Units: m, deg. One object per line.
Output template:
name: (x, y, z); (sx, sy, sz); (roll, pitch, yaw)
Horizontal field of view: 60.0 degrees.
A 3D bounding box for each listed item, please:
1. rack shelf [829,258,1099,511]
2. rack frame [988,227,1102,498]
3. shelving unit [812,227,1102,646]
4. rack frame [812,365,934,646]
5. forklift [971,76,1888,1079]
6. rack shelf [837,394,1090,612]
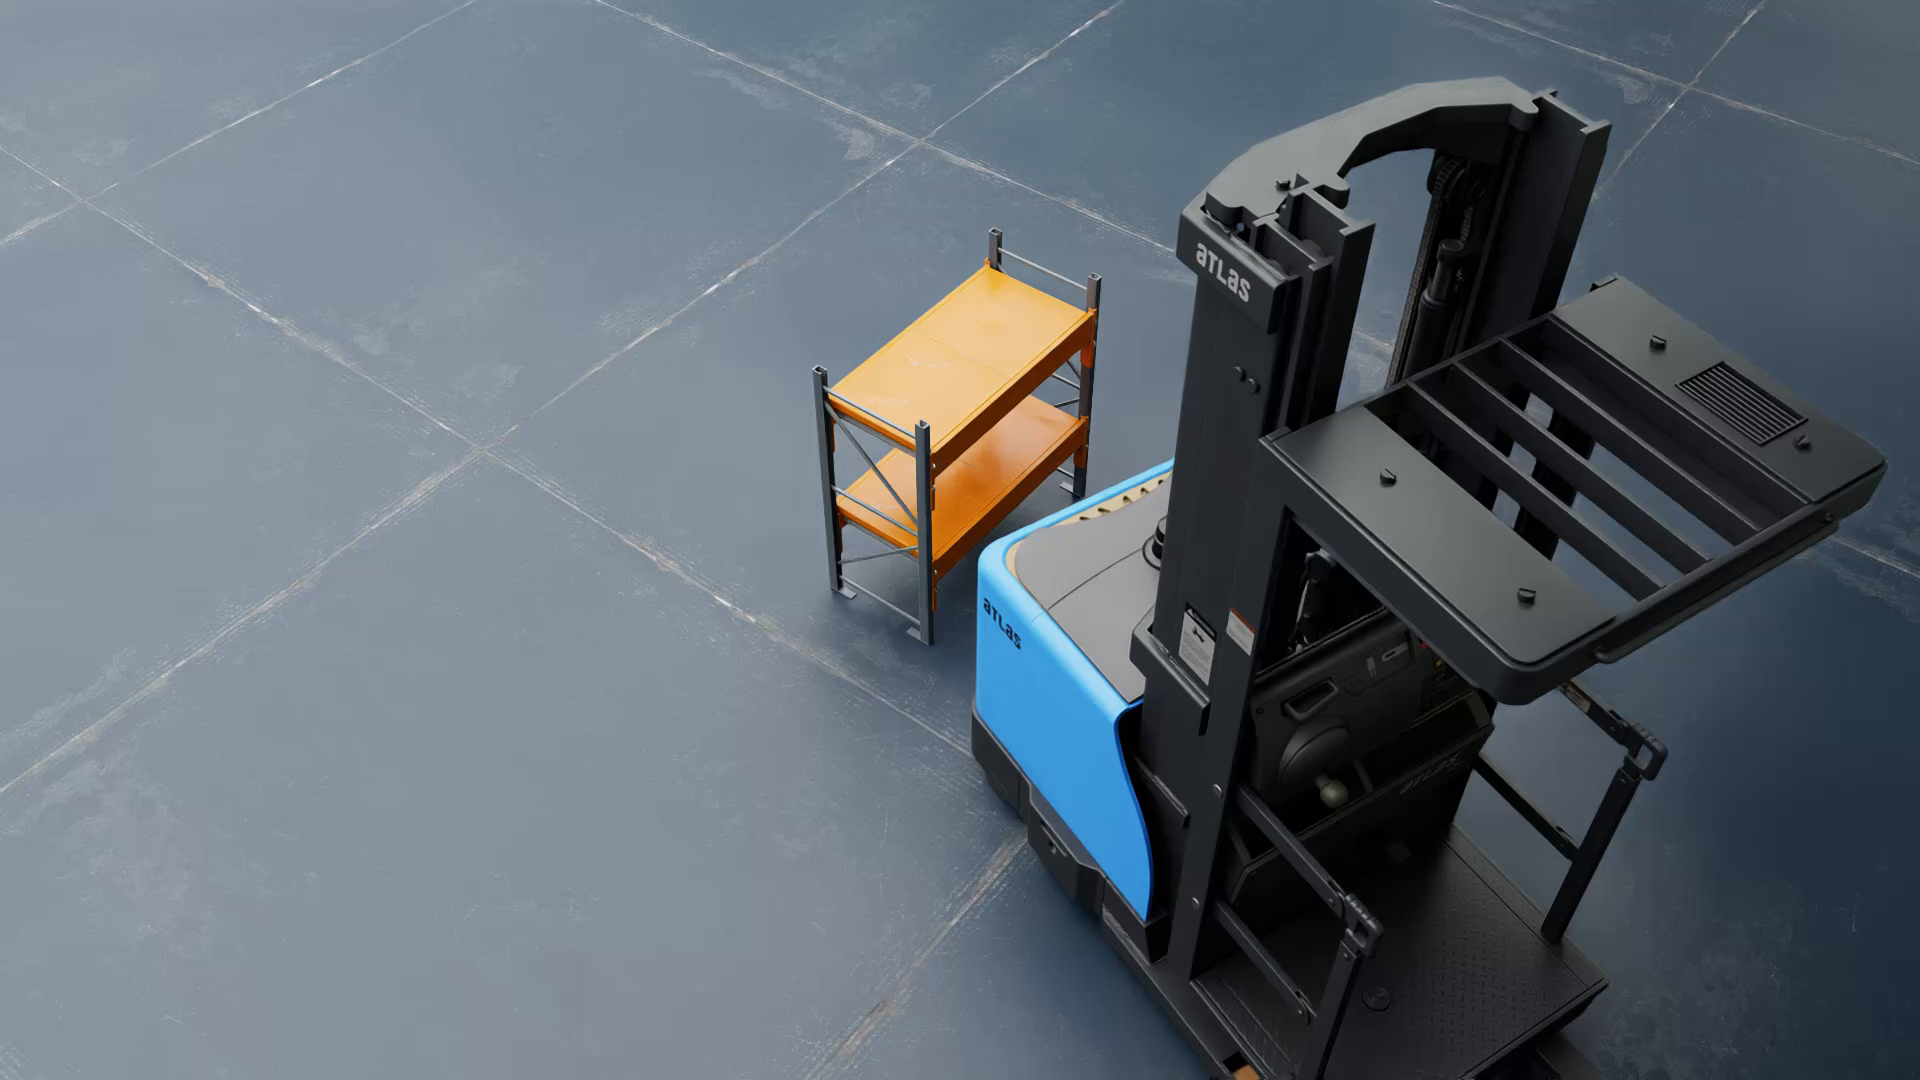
rack shelf: (0.004, -0.595, 6.135); (0.538, 0.278, 1.000); (29, 53, 25)
rack frame: (0.315, -0.683, 6.625); (0.500, 1.125, 0.032); (29, 53, 25)
shelving unit: (0.004, -0.392, 6.347); (0.538, 1.125, 1.048); (29, 53, 25)
rack frame: (-0.307, -0.102, 6.069); (0.500, 1.125, 0.032); (29, 53, 25)
forklift: (1.252, 0.473, 4.271); (1.130, 2.935, 3.031); (-25, 51, -22)
rack shelf: (0.004, -0.224, 6.524); (0.538, 0.278, 1.000); (29, 53, 25)
